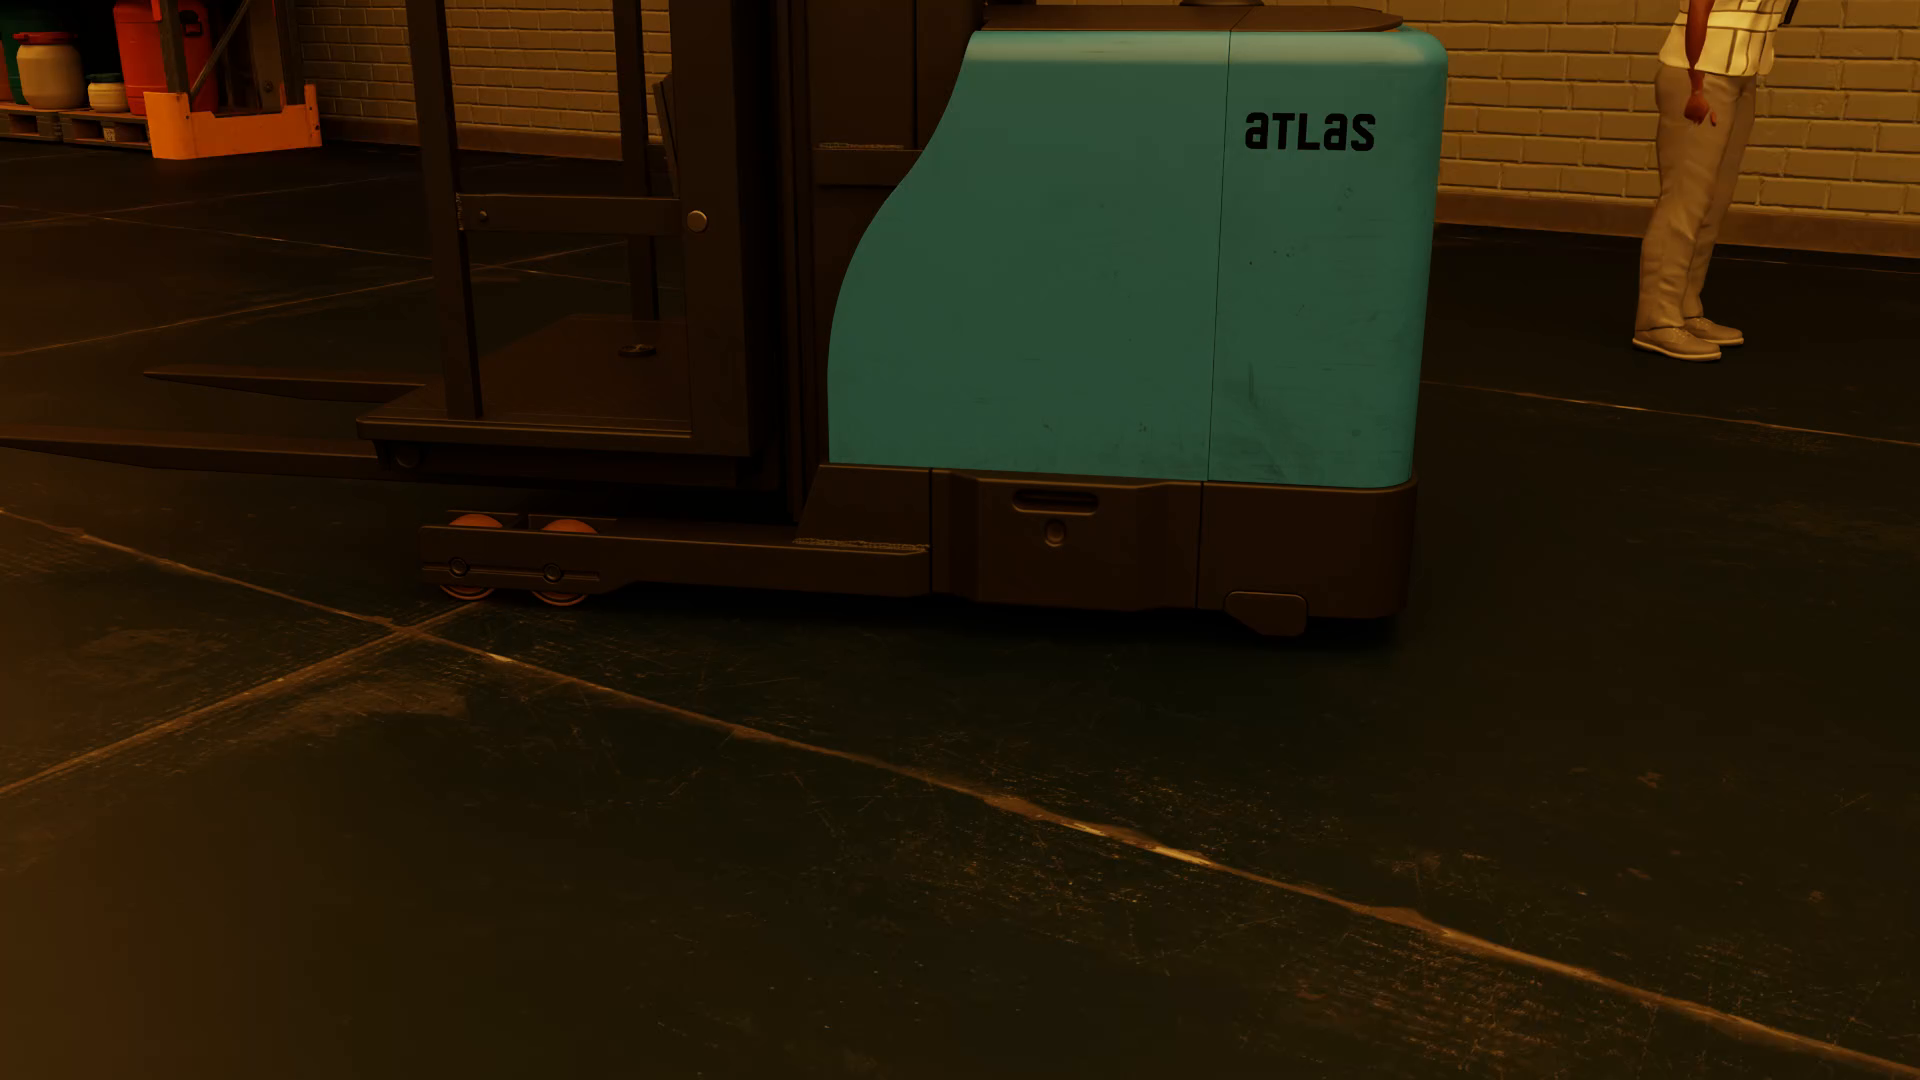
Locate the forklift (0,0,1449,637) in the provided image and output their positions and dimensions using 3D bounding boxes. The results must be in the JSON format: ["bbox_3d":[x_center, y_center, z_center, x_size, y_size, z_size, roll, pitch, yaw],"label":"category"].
[{"bbox_3d":[-0.599,-1.422,3.246,3.031,2.935,1.130,3,19,9],"label":"forklift"}]

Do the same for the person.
[{"bbox_3d":[2.390,-1.442,5.244,0.352,1.694,0.453,15,24,38],"label":"person"}]
